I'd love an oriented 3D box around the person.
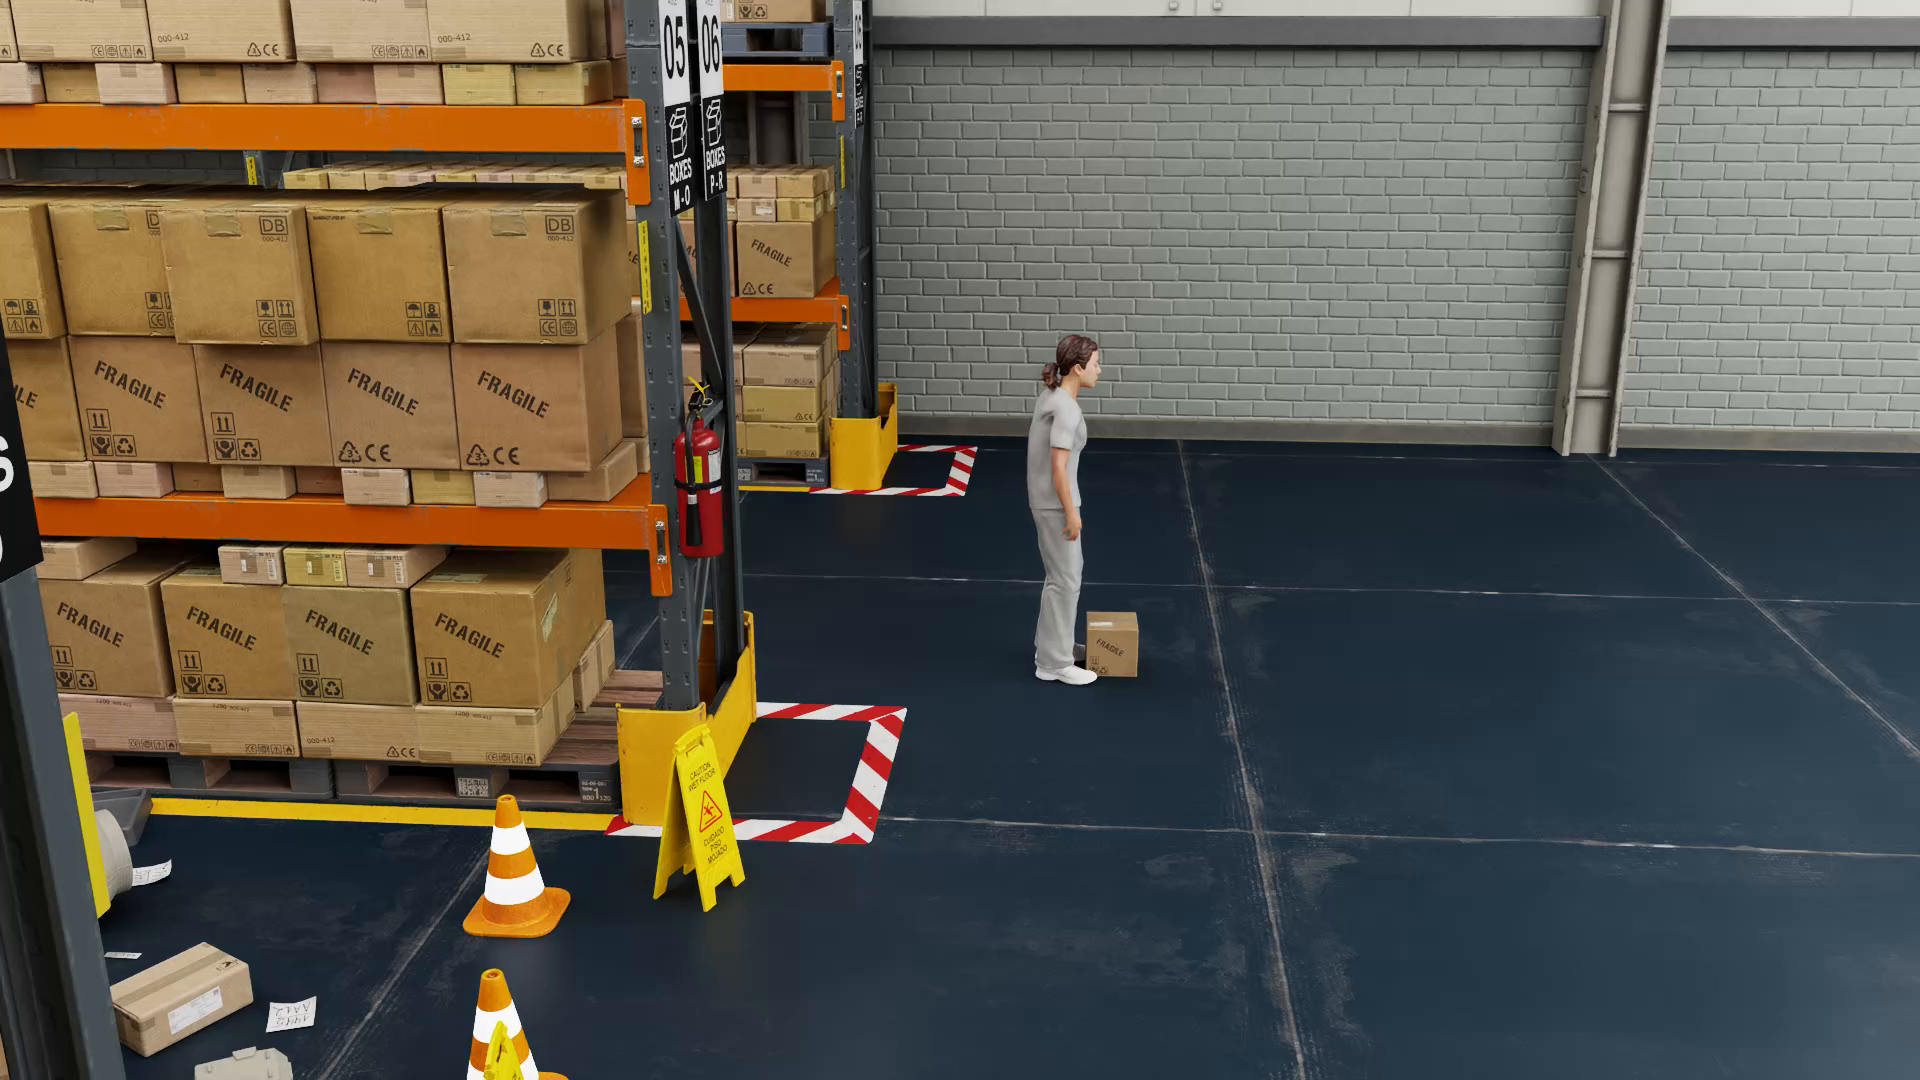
[{"bbox_3d":[0.504,-0.164,8.070,0.361,1.671,0.514,0,18,1],"label":"person"}]
